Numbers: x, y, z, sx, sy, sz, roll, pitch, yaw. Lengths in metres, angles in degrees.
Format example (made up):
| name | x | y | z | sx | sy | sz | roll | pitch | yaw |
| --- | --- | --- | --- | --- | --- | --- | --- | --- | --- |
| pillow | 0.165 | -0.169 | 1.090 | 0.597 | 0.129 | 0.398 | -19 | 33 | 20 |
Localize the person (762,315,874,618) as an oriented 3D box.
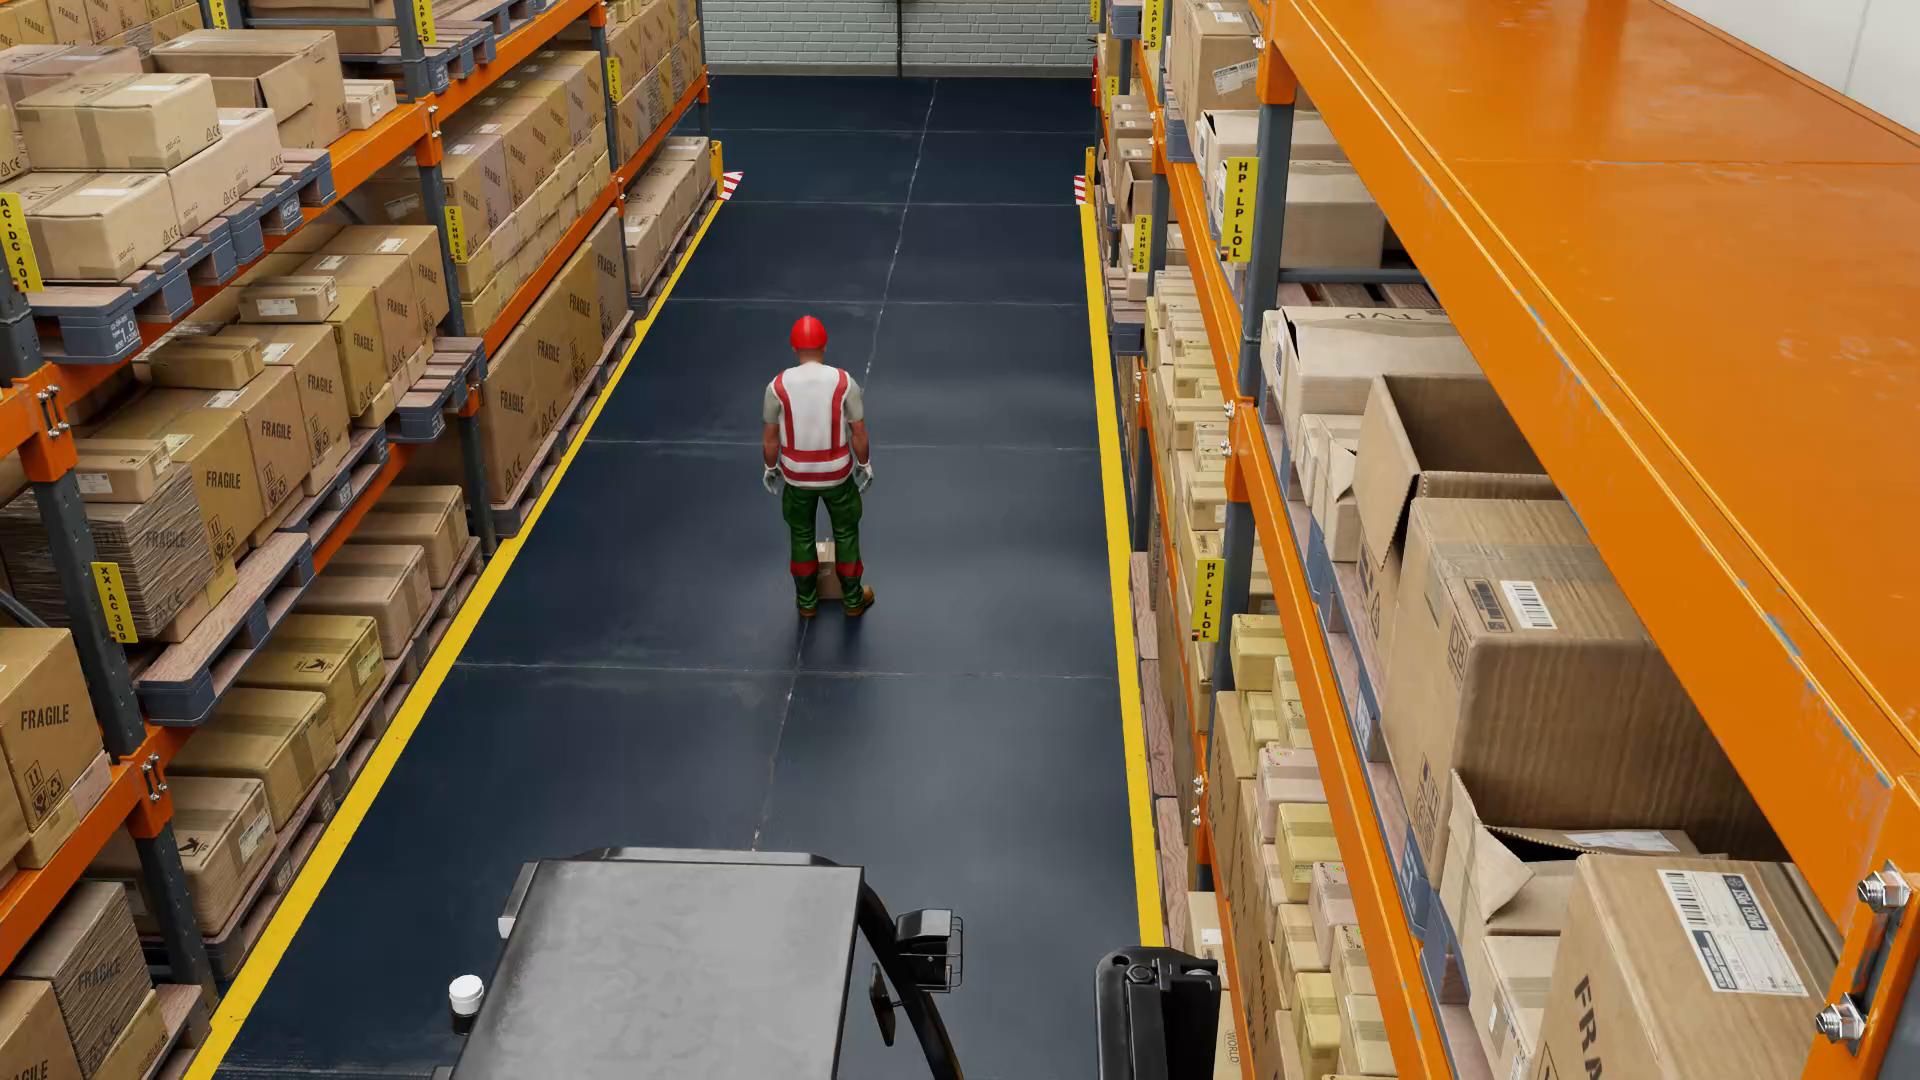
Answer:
| name | x | y | z | sx | sy | sz | roll | pitch | yaw |
| --- | --- | --- | --- | --- | --- | --- | --- | --- | --- |
| person | -0.799 | -0.390 | 9.346 | 0.620 | 1.780 | 0.446 | 0 | 28 | -1 |
